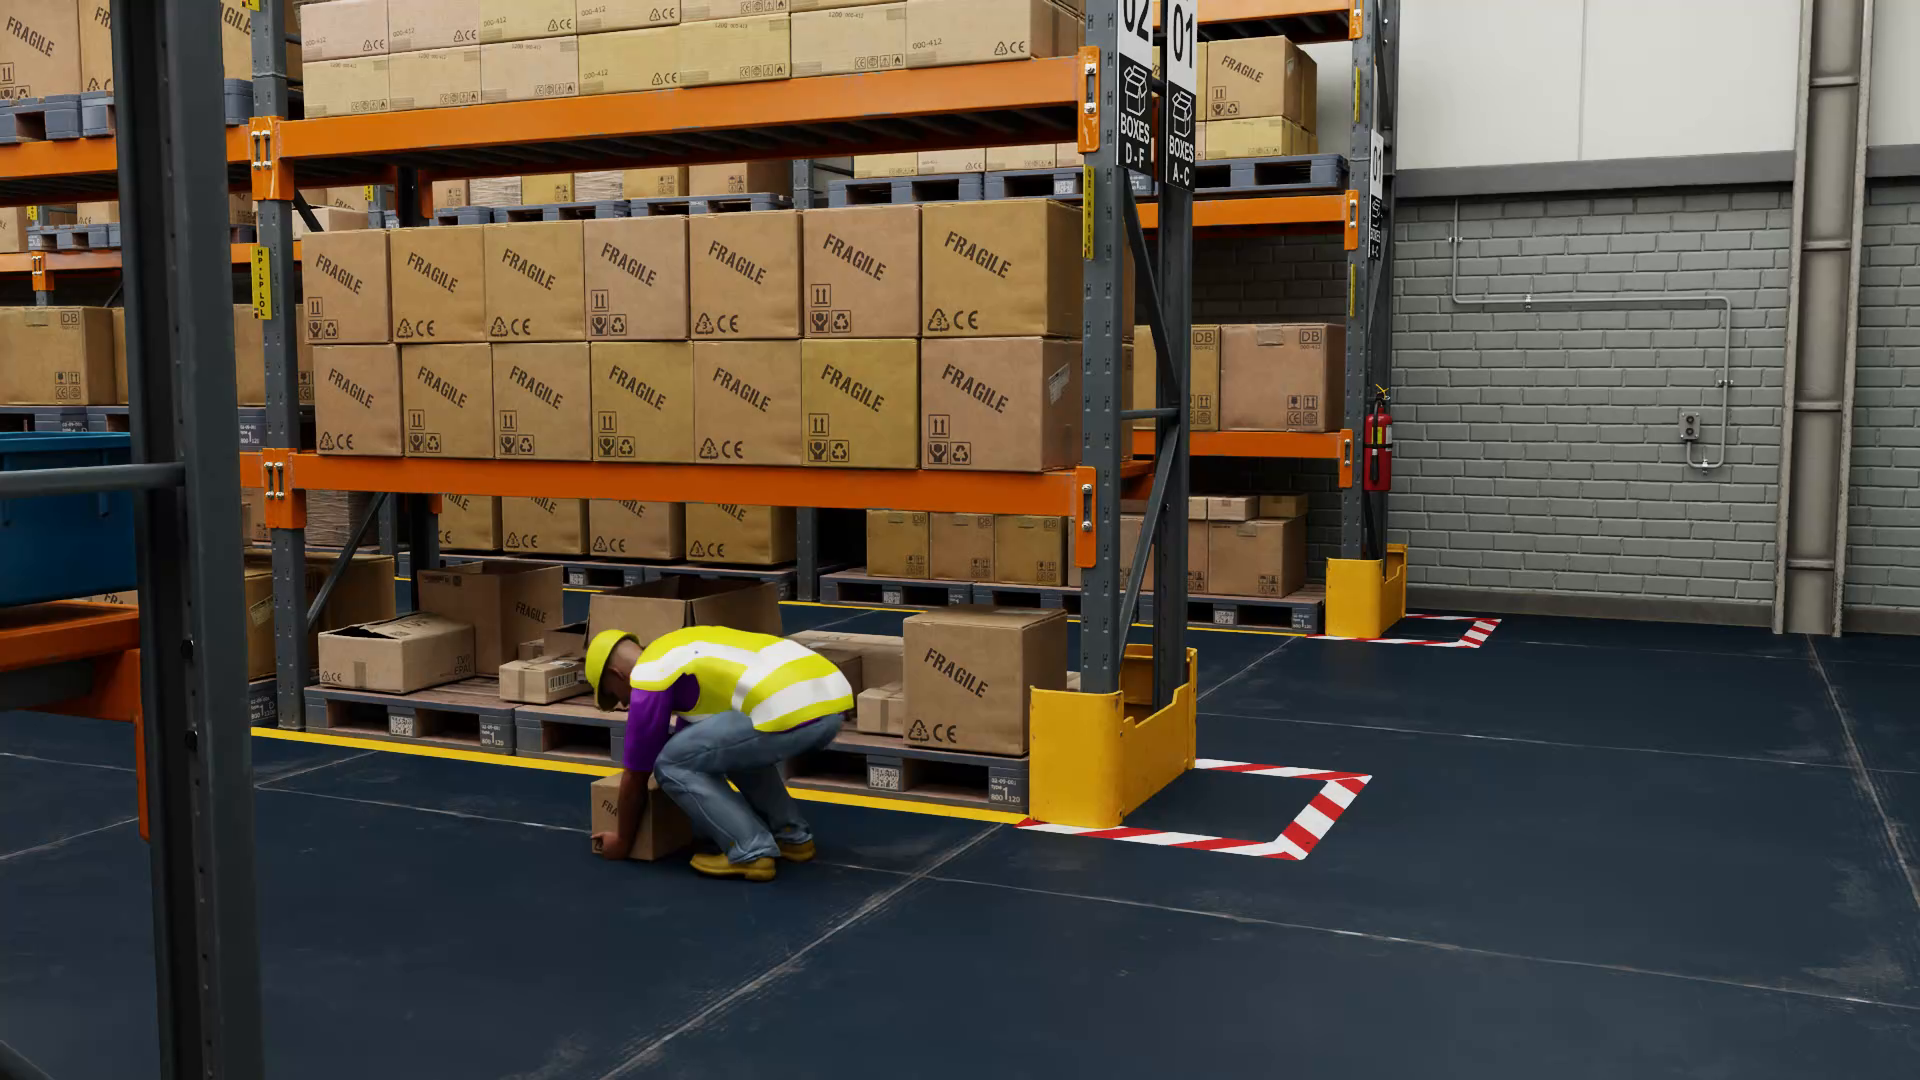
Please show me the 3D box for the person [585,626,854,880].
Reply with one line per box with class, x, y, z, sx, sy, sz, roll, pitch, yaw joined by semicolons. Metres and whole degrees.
person;-0.855;0.711;5.676;0.973;0.822;0.525;3;6;25
